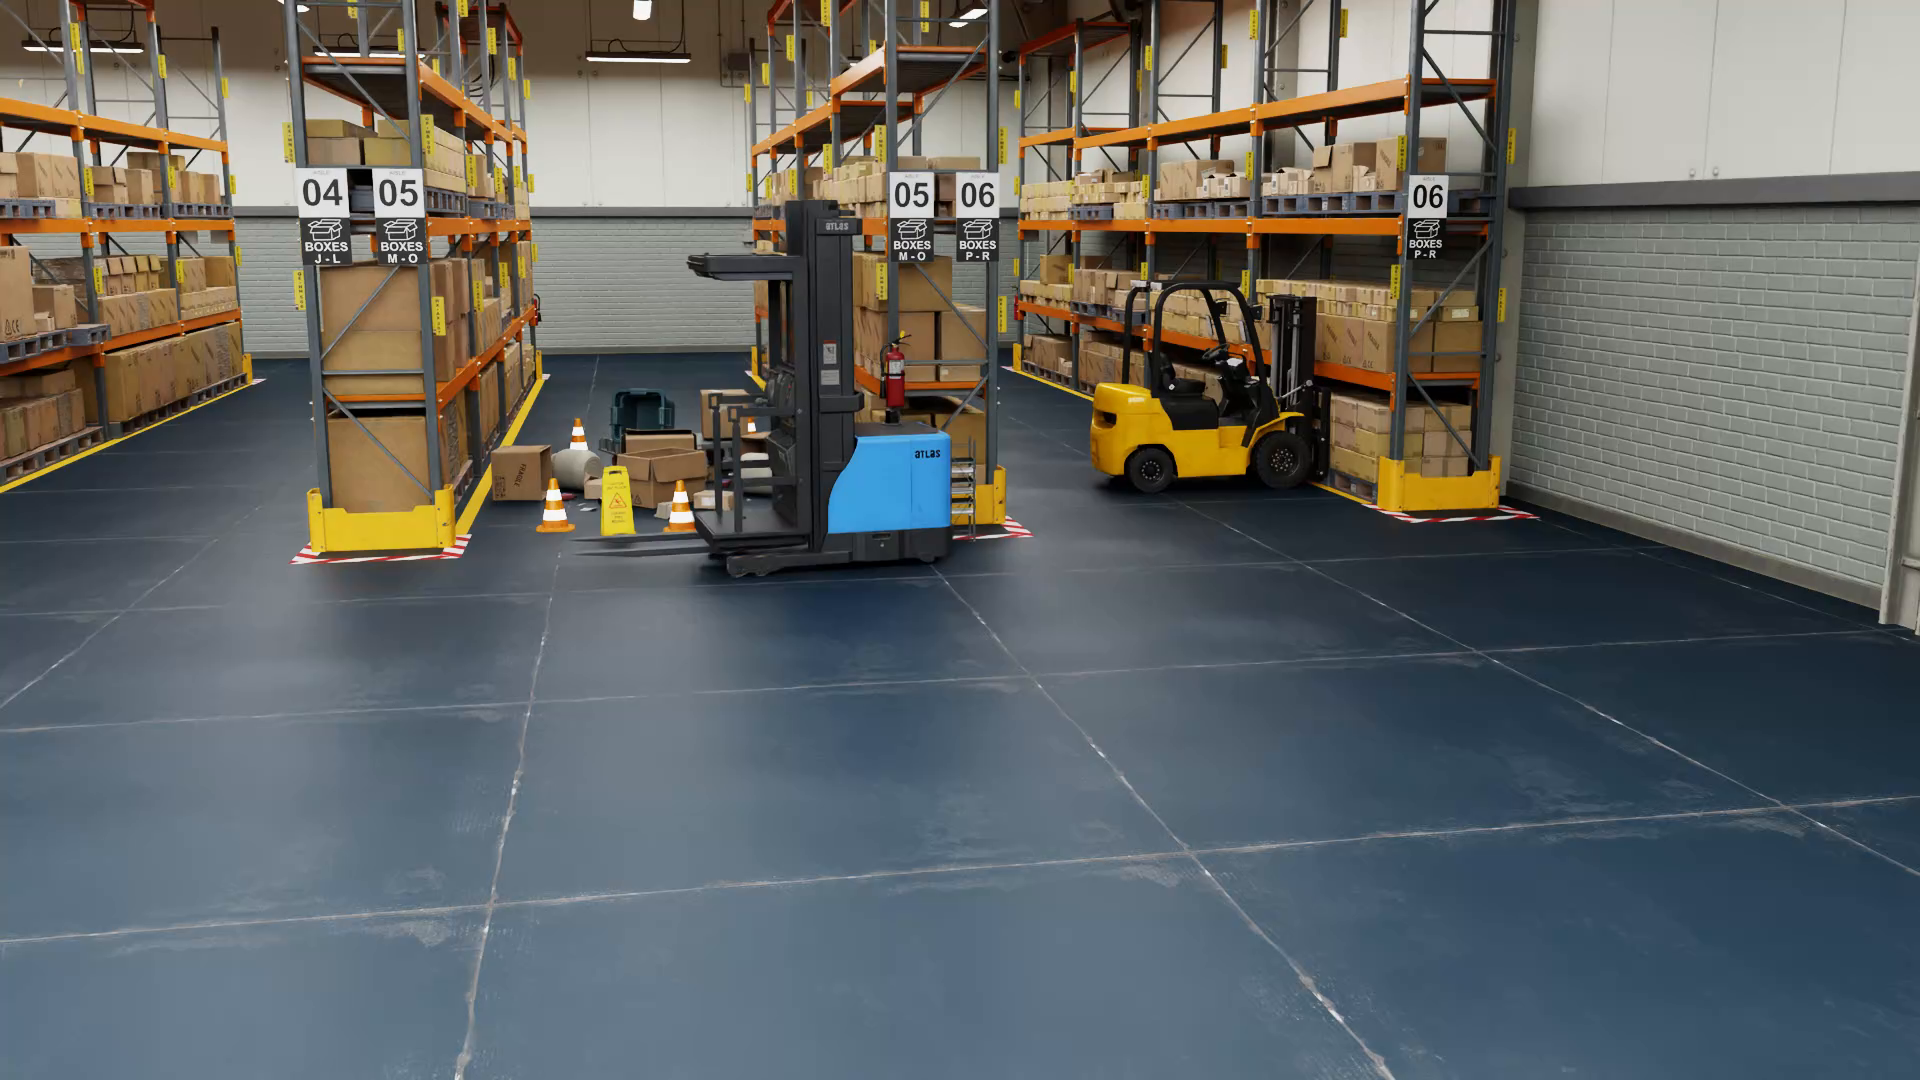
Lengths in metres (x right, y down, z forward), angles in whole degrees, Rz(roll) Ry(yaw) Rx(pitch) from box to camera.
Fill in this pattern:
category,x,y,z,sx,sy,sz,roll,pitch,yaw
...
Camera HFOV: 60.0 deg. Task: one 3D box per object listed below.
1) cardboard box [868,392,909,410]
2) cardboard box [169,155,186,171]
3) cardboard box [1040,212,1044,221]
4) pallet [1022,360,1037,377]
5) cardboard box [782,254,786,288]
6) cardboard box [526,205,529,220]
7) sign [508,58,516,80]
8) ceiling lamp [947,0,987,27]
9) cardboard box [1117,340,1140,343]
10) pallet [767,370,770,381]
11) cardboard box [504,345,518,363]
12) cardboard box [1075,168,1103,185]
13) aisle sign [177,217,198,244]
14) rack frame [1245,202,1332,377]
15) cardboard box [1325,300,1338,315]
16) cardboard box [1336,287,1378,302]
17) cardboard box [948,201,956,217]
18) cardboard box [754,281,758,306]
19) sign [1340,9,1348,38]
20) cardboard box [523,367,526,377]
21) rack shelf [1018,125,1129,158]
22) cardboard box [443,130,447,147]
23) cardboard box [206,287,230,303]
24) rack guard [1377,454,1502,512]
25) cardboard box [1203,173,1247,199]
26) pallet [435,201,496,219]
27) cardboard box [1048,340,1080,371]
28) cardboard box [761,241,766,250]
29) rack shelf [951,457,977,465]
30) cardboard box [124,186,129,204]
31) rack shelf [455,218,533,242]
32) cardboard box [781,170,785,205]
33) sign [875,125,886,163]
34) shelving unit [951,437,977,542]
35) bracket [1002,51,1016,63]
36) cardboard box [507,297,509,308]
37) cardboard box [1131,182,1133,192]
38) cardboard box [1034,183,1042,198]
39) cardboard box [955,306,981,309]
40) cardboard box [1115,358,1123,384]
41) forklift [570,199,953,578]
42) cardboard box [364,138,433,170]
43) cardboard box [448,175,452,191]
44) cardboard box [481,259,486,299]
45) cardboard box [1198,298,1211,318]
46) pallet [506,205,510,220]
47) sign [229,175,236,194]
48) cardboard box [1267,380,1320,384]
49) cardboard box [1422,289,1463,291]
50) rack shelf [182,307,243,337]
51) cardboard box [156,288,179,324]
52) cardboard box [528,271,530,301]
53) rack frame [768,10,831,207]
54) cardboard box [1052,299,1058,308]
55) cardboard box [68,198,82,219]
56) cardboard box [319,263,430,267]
category,x,y,z,sx,sy,sz,roll,pitch,yaw
cardboard box,-0.705,-1.369,16.357,0.380,0.149,0.250,-2,11,-9
cardboard box,-12.606,-5.974,26.374,0.500,0.250,0.500,-2,11,-13
cardboard box,1.637,-5.738,29.472,0.380,0.149,0.250,-2,11,-11
pallet,1.771,-3.210,30.996,1.003,0.211,1.213,-2,11,-11
cardboard box,-2.359,-3.995,24.723,0.500,0.500,0.500,-2,11,-12
cardboard box,-7.650,-5.593,28.437,0.500,0.250,0.500,-2,11,-11
sign,-6.783,-7.131,25.175,0.100,0.325,0.005,-2,11,-11
ceiling lamp,0.385,-9.587,25.388,0.800,3.185,2.000,-2,11,-11
cardboard box,2.789,-3.198,27.304,0.380,0.149,0.250,-2,11,-11
pallet,-2.802,-2.822,28.956,1.003,0.211,1.213,-2,11,-11
cardboard box,-6.846,-2.751,24.684,0.500,0.250,0.500,-2,11,-8
cardboard box,2.094,-5.893,26.993,0.396,0.266,0.258,-2,11,-12
aisle sign,-13.297,-5.478,28.500,0.394,0.787,0.004,-2,11,-11
rack frame,3.934,-2.539,20.013,1.000,3.000,0.127,-2,11,-11
cardboard box,4.096,-2.461,17.601,0.380,0.149,0.250,-2,11,-11
cardboard box,4.145,-2.560,17.328,0.380,0.149,0.250,-2,11,-10
cardboard box,0.098,-3.047,15.331,0.380,0.149,0.250,-2,11,-11
cardboard box,-3.456,-4.509,30.098,0.500,0.500,0.500,-2,11,-11
sign,4.483,-6.038,19.433,0.100,0.325,0.005,-2,11,-11
cardboard box,-7.083,-2.656,26.337,0.380,0.149,0.250,-2,11,-8
rack shelf,1.989,-6.965,29.156,1.077,0.370,4.000,-2,11,-11
cardboard box,-5.041,-3.776,15.638,0.380,0.149,0.250,-2,11,-10
cardboard box,-12.536,-4.098,27.812,0.500,0.250,0.500,-2,11,-12
rack guard,4.717,-0.573,16.369,1.175,0.500,0.348,-2,11,-11
cardboard box,3.405,-4.489,21.083,0.500,0.311,0.500,-3,11,-13
pallet,-6.150,-3.952,19.922,1.003,0.211,1.213,-2,11,-8
cardboard box,1.956,-3.254,29.332,0.700,0.500,0.500,-3,11,-13
cardboard box,-3.210,-5.056,28.564,0.380,0.149,0.250,-2,11,-12
rack shelf,-0.002,-0.676,14.576,0.258,0.077,0.200,-2,11,-11
cardboard box,-12.086,-4.896,23.491,0.500,0.311,0.500,-3,11,-13
rack shelf,-7.715,-5.113,27.441,1.077,0.370,4.000,-2,11,-11
cardboard box,-2.340,-5.133,24.229,0.500,0.500,0.500,-2,11,-10
sign,-0.705,-3.516,14.757,0.100,0.325,0.005,-2,11,-11
shelving unit,-0.002,-0.444,14.620,0.258,0.900,0.210,-2,11,-11
bracket,1.070,-10.480,36.065,0.235,0.232,0.430,-2,11,-11
cardboard box,-6.957,-3.550,24.876,0.380,0.149,0.250,-2,11,-11
cardboard box,2.742,-5.214,24.584,0.380,0.149,0.250,-2,11,-12
cardboard box,1.631,-6.255,29.785,0.500,0.250,0.500,-2,11,-12
cardboard box,-0.080,-2.011,16.178,0.500,0.500,0.500,-2,11,-9
cardboard box,2.671,-2.509,25.416,0.500,0.500,0.500,-2,11,-9
forklift,-1.637,-1.253,13.443,3.031,2.935,1.130,-3,11,-17
cardboard box,-4.834,-3.325,14.335,0.500,0.250,0.500,-2,11,-11
cardboard box,-5.088,-3.430,15.952,0.380,0.149,0.250,-2,11,-11
cardboard box,-6.471,-3.350,21.335,0.700,0.500,0.500,-2,11,-11
cardboard box,3.387,-2.980,21.393,0.500,0.250,0.500,-2,11,-10
pallet,-7.106,-4.700,23.850,1.213,0.211,1.003,-2,11,-11
sign,-12.454,-6.085,28.465,0.100,0.325,0.005,-2,11,-11
cardboard box,3.810,-1.691,19.117,0.500,0.250,0.500,-2,11,-11
cardboard box,4.866,-2.440,16.694,0.380,0.149,0.250,-2,11,-9
rack shelf,-12.600,-3.478,26.871,1.077,0.370,4.000,-2,11,-11
cardboard box,-11.852,-3.438,24.469,0.500,0.500,0.500,-2,11,-11
cardboard box,-7.561,-4.295,28.176,0.500,0.500,0.500,-2,11,-11
rack frame,-2.490,-6.772,26.209,1.000,3.000,0.127,-2,11,-11
cardboard box,1.820,-4.121,28.996,0.380,0.149,0.250,-2,11,-12
cardboard box,-11.100,-4.053,20.345,0.500,0.250,0.500,-2,11,-11
cardboard box,-5.224,-2.197,14.926,0.875,0.550,0.550,-2,11,-11
